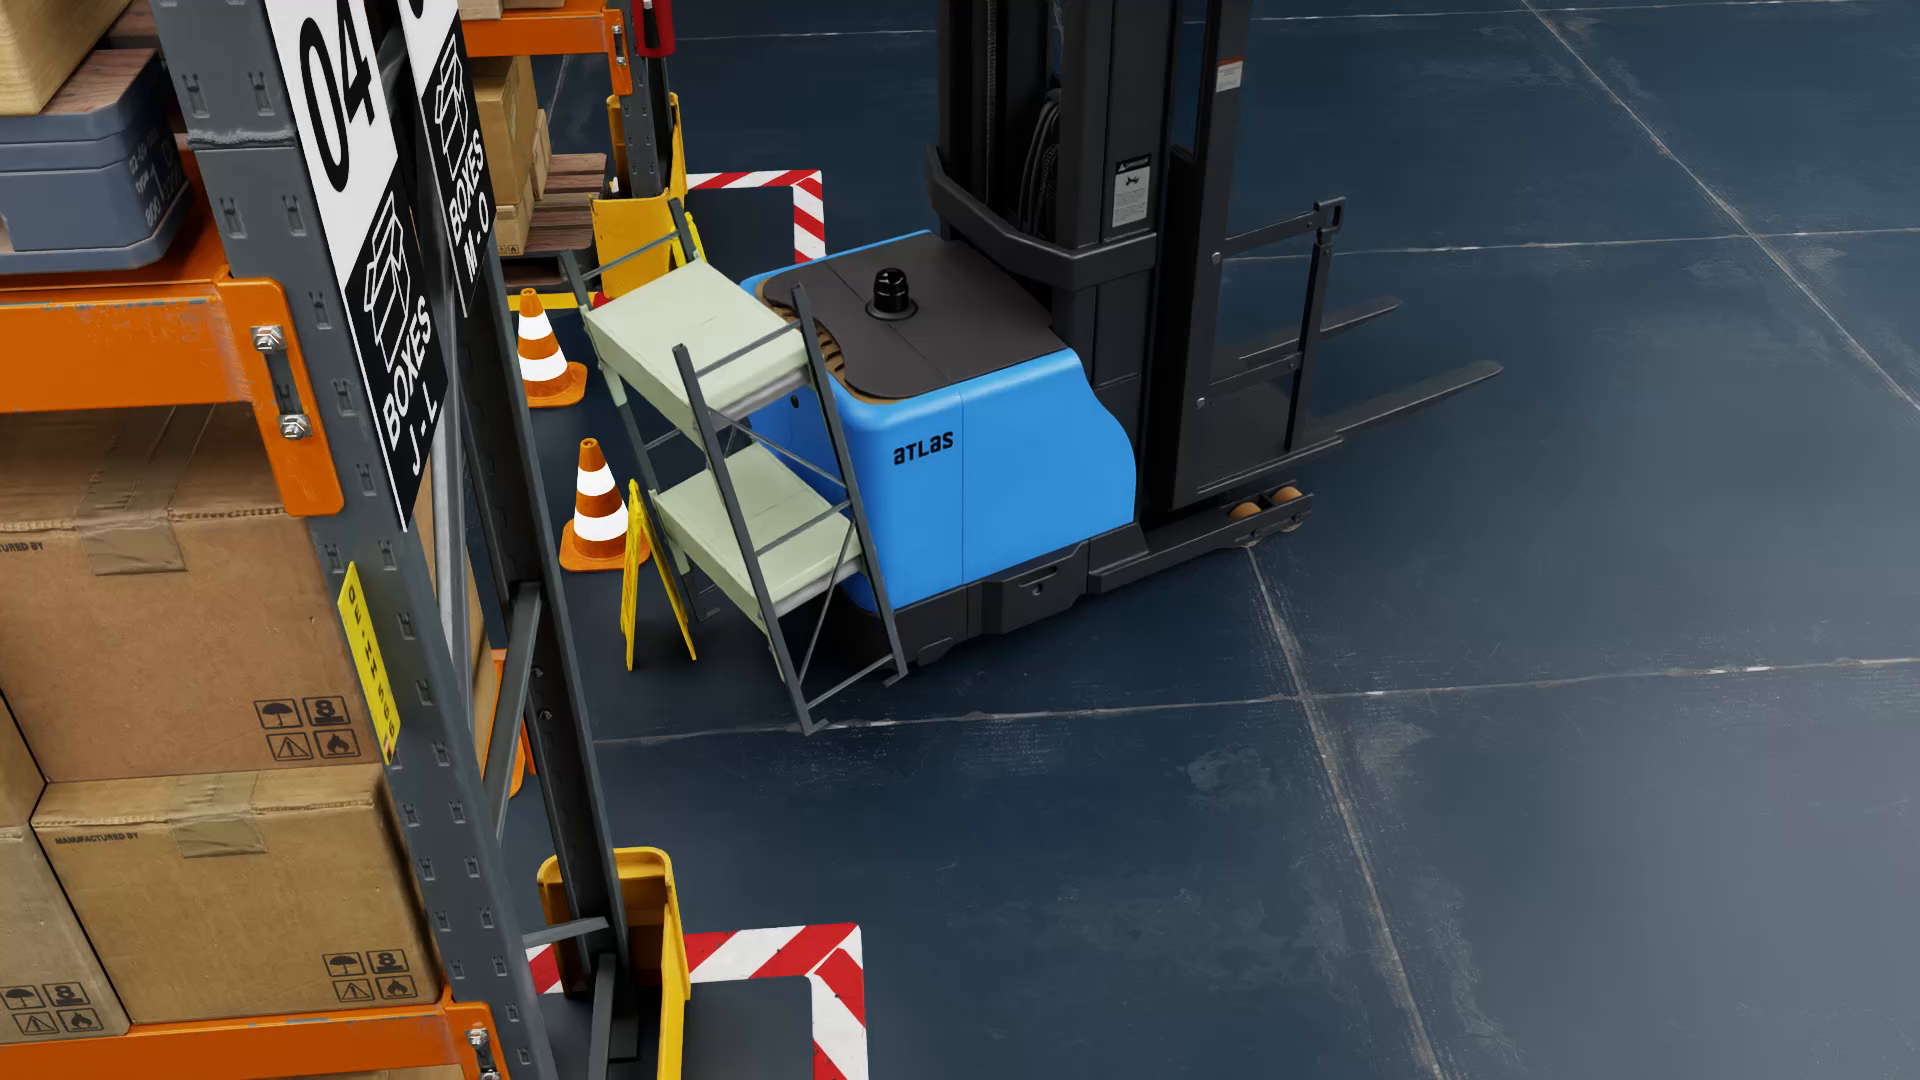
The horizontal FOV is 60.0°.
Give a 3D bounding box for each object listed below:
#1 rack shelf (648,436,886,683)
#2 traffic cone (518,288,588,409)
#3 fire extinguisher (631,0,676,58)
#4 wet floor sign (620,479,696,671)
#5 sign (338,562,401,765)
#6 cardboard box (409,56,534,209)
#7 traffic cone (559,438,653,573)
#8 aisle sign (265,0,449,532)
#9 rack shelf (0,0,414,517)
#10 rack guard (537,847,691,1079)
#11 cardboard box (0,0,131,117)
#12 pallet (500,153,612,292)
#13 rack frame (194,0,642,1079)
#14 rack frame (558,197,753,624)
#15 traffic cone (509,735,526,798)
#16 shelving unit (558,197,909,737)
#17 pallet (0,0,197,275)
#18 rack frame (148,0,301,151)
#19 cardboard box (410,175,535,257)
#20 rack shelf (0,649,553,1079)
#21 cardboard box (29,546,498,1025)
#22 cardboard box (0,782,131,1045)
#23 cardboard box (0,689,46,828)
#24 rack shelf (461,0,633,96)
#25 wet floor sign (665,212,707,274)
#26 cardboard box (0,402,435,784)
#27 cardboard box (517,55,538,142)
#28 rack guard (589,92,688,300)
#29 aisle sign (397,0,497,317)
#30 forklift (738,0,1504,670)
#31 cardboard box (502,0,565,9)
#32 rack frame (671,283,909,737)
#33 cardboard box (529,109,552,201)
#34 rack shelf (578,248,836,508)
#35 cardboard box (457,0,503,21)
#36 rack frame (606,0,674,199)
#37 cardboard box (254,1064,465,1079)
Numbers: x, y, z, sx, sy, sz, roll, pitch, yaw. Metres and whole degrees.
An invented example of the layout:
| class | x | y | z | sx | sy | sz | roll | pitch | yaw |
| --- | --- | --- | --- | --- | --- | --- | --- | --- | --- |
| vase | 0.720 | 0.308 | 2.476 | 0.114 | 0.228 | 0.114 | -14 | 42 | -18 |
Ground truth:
| class | x | y | z | sx | sy | sz | roll | pitch | yaw |
| --- | --- | --- | --- | --- | --- | --- | --- | --- | --- |
| rack shelf | -0.615 | 0.043 | 5.351 | 0.431 | 0.370 | 0.720 | -31 | 43 | -20 |
| traffic cone | -1.761 | -0.836 | 6.936 | 0.334 | 0.463 | 0.336 | -3 | 38 | -4 |
| fire extinguisher | -1.292 | -2.343 | 6.860 | 0.183 | 0.674 | 0.296 | -3 | 38 | -4 |
| wet floor sign | -1.055 | 0.098 | 5.604 | 0.232 | 0.644 | 0.267 | -9 | 39 | -12 |
| sign | -0.874 | 0.185 | 2.467 | 0.005 | 0.325 | 0.100 | -3 | 38 | -4 |
| cardboard box | -2.222 | -1.826 | 7.418 | 0.500 | 0.500 | 0.500 | -3 | 38 | -4 |
| traffic cone | -1.324 | -0.170 | 6.091 | 0.334 | 0.463 | 0.336 | -3 | 38 | -4 |
| aisle sign | -0.811 | -0.442 | 2.290 | 0.004 | 0.787 | 0.394 | -3 | 38 | -4 |
| rack shelf | -2.900 | -0.388 | 2.479 | 4.000 | 0.370 | 1.077 | -3 | 38 | -4 |
| rack guard | -0.884 | 1.377 | 4.101 | 0.348 | 0.500 | 1.175 | -3 | 38 | -4 |
| cardboard box | -1.209 | -0.658 | 2.024 | 0.250 | 0.149 | 0.380 | -3 | 38 | -4 |
| pallet | -2.335 | -1.530 | 8.018 | 1.213 | 0.211 | 1.003 | -3 | 38 | -4 |
| rack frame | -0.908 | 0.397 | 3.325 | 0.127 | 3.000 | 1.000 | -3 | 38 | -4 |
| rack frame | -0.878 | -0.369 | 5.391 | 0.400 | 1.500 | 0.023 | -31 | 43 | -20 |
| traffic cone | -1.563 | 0.546 | 5.184 | 0.334 | 0.463 | 0.336 | -3 | 38 | -4 |
| shelving unit | -0.670 | -0.200 | 5.141 | 0.431 | 1.500 | 0.755 | -31 | 43 | -20 |
| pallet | -1.646 | -0.698 | 2.363 | 1.213 | 0.211 | 1.003 | -3 | 38 | -4 |
| rack frame | -0.908 | -1.958 | 1.466 | 0.127 | 3.000 | 1.000 | -3 | 38 | -4 |
| cardboard box | -2.252 | -1.525 | 7.642 | 0.500 | 0.250 | 0.500 | -3 | 38 | -4 |
| rack shelf | -2.900 | 0.790 | 3.408 | 4.000 | 0.370 | 1.077 | -3 | 38 | -4 |
| cardboard box | -1.274 | 0.387 | 3.217 | 0.550 | 0.550 | 0.875 | -3 | 38 | -4 |
| cardboard box | -1.820 | 0.430 | 3.162 | 0.550 | 0.550 | 0.875 | -3 | 38 | -4 |
| cardboard box | -1.821 | -0.002 | 2.838 | 0.550 | 0.550 | 0.875 | -3 | 38 | -4 |
| rack shelf | -3.439 | -2.259 | 7.272 | 4.000 | 0.370 | 1.077 | -3 | 38 | -4 |
| wet floor sign | -1.163 | -1.077 | 7.094 | 0.232 | 0.644 | 0.267 | 9 | 39 | 12 |
| cardboard box | -1.281 | -0.089 | 2.948 | 0.550 | 0.550 | 0.875 | -3 | 38 | -4 |
| cardboard box | -2.299 | -2.156 | 7.836 | 0.500 | 0.500 | 0.500 | -4 | 38 | -5 |
| rack guard | -1.523 | -1.666 | 7.957 | 0.348 | 0.500 | 1.175 | -3 | 38 | -4 |
| aisle sign | -0.864 | -0.812 | 2.759 | 0.004 | 0.787 | 0.394 | -3 | 38 | -4 |
| forklift | 0.743 | -1.386 | 5.640 | 3.031 | 2.935 | 1.130 | -20 | 42 | -23 |
| cardboard box | -1.801 | -2.400 | 7.073 | 0.250 | 0.149 | 0.380 | -2 | 38 | -2 |
| rack frame | -0.462 | -0.032 | 4.891 | 0.400 | 1.500 | 0.023 | -31 | 43 | -20 |
| cardboard box | -2.275 | -1.863 | 8.070 | 0.500 | 0.250 | 0.500 | -3 | 38 | -4 |
| rack shelf | -0.735 | -0.492 | 4.890 | 0.431 | 0.370 | 0.720 | -31 | 43 | -20 |
| cardboard box | -2.043 | -2.318 | 6.969 | 0.250 | 0.149 | 0.380 | -4 | 38 | -5 |
| rack frame | -1.447 | -2.651 | 7.188 | 0.127 | 3.000 | 1.000 | -3 | 38 | -4 |
| cardboard box | -1.578 | 1.145 | 3.754 | 0.875 | 0.875 | 0.875 | -3 | 38 | -4 |
